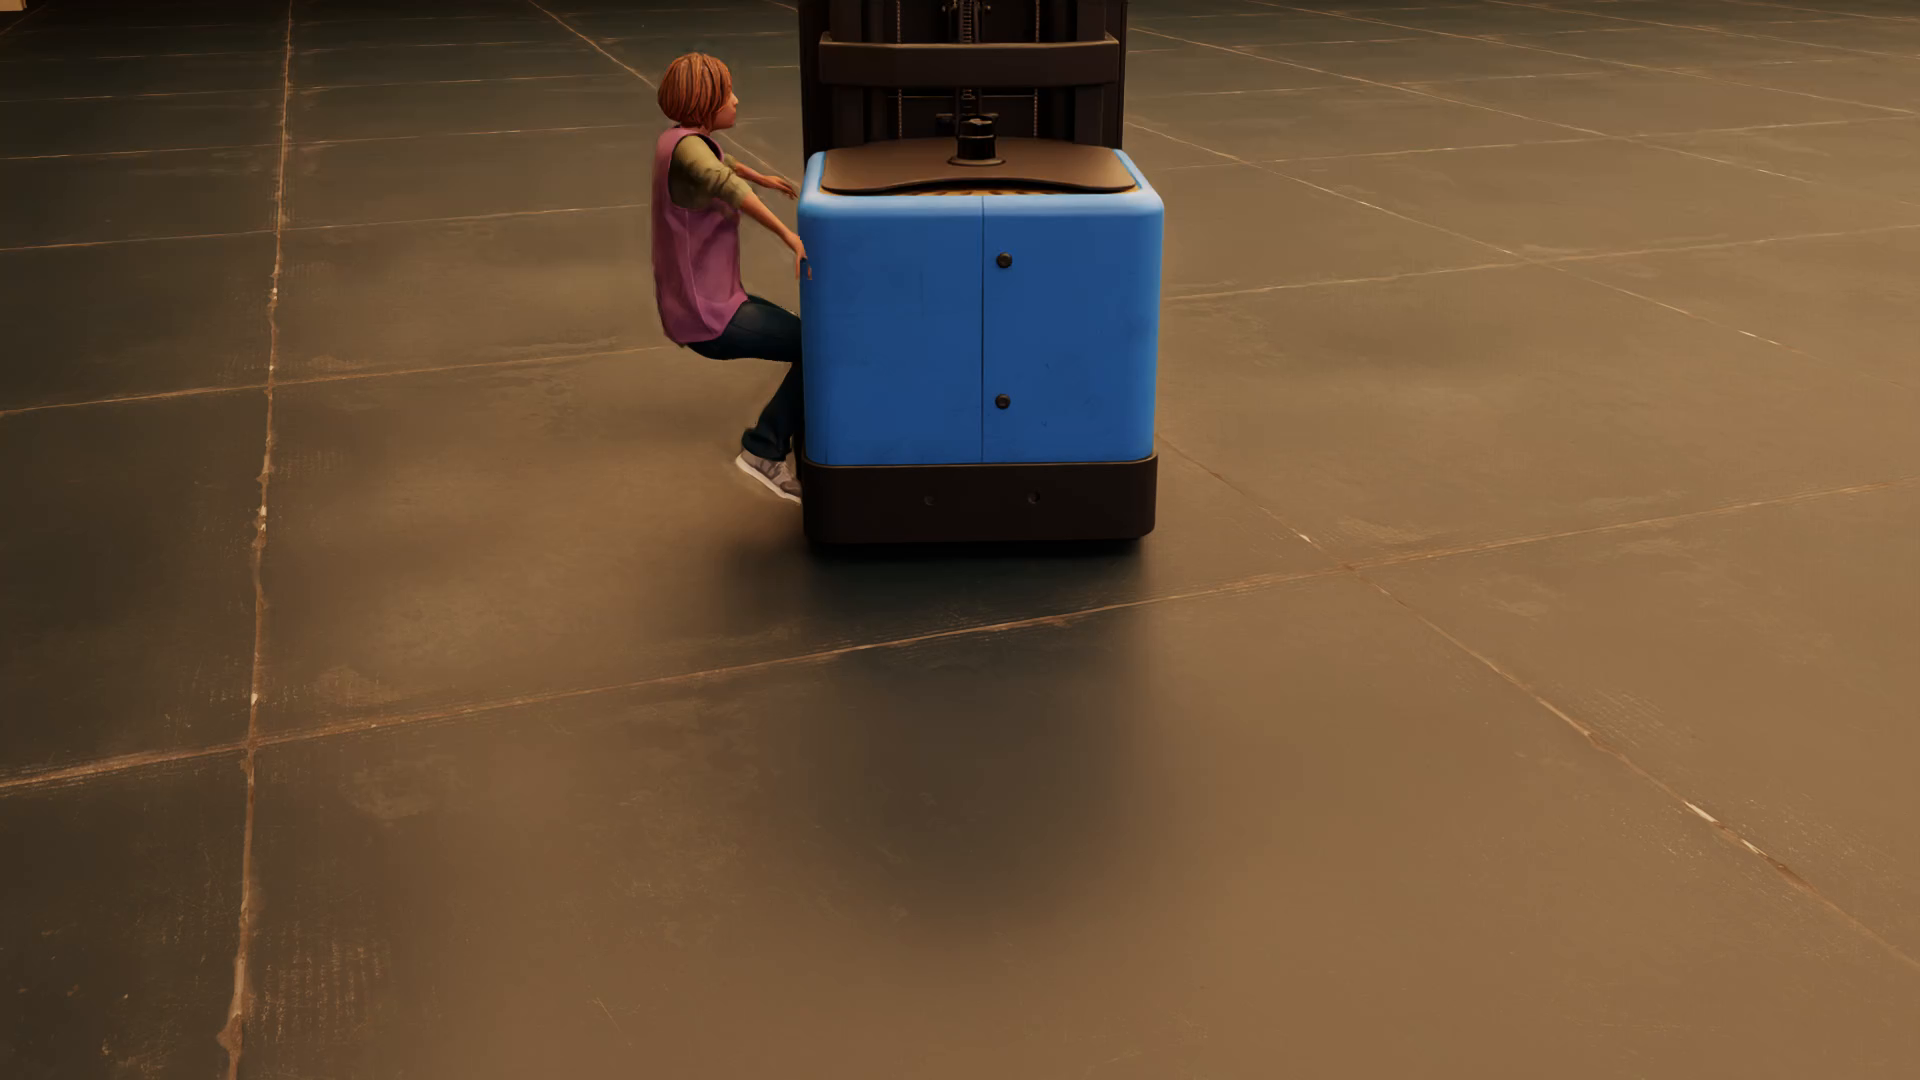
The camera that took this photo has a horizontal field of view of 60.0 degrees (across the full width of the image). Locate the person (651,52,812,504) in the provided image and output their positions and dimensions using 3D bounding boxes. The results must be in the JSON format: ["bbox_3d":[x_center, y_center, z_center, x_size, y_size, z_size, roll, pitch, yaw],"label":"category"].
[{"bbox_3d":[-0.558,-0.757,5.066,0.732,1.387,0.967,-6,24,-14],"label":"person"}]

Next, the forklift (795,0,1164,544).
[{"bbox_3d":[-0.002,-1.866,5.736,1.130,2.935,3.031,-1,23,-2],"label":"forklift"}]
